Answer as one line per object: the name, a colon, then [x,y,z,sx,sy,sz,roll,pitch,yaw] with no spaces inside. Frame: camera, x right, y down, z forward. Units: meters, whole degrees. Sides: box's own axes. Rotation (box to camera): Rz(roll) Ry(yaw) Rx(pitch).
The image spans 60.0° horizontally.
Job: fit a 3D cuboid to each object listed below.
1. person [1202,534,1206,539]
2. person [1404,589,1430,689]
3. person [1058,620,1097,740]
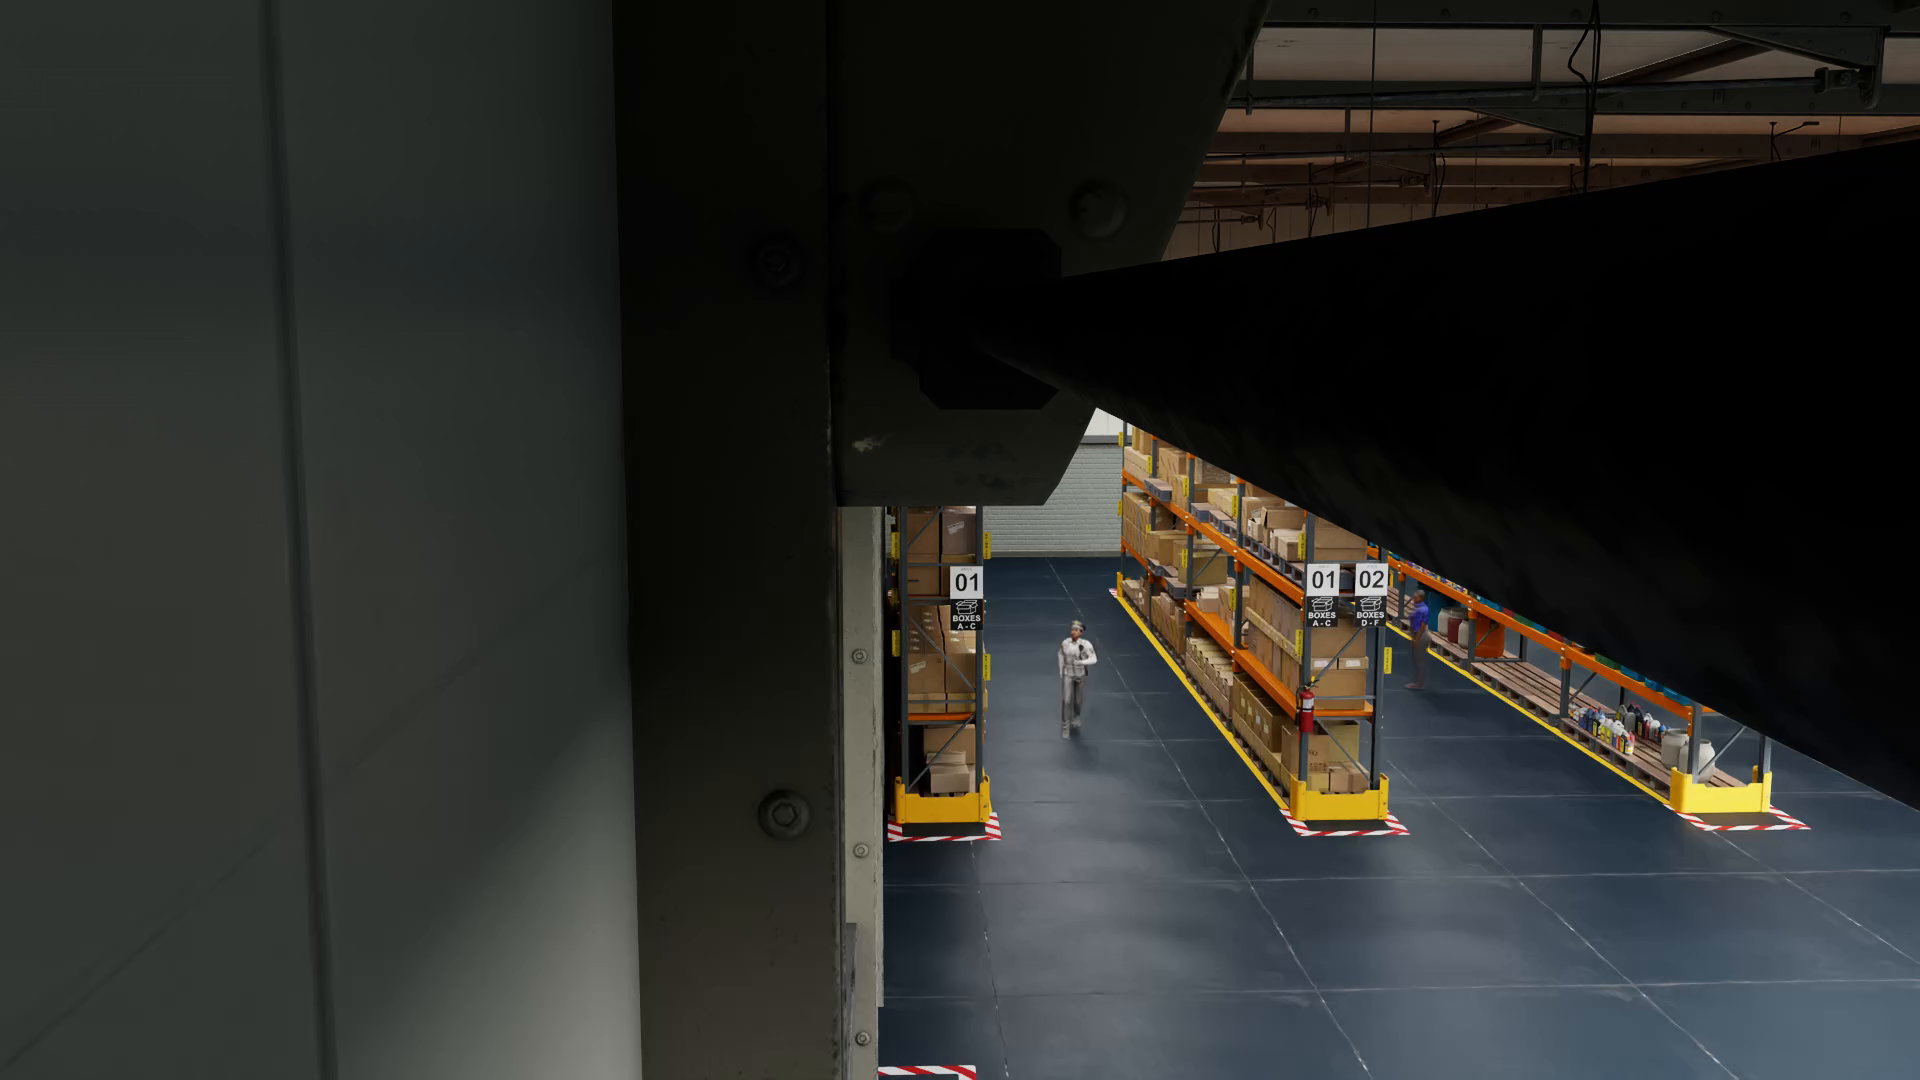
person: [5.342,0.248,37.534,0.564,1.645,0.939,-3,9,-23]
person: [7.570,1.642,27.545,0.363,1.668,0.459,0,8,1]
person: [1.738,2.044,24.676,0.572,1.736,0.801,0,8,3]
